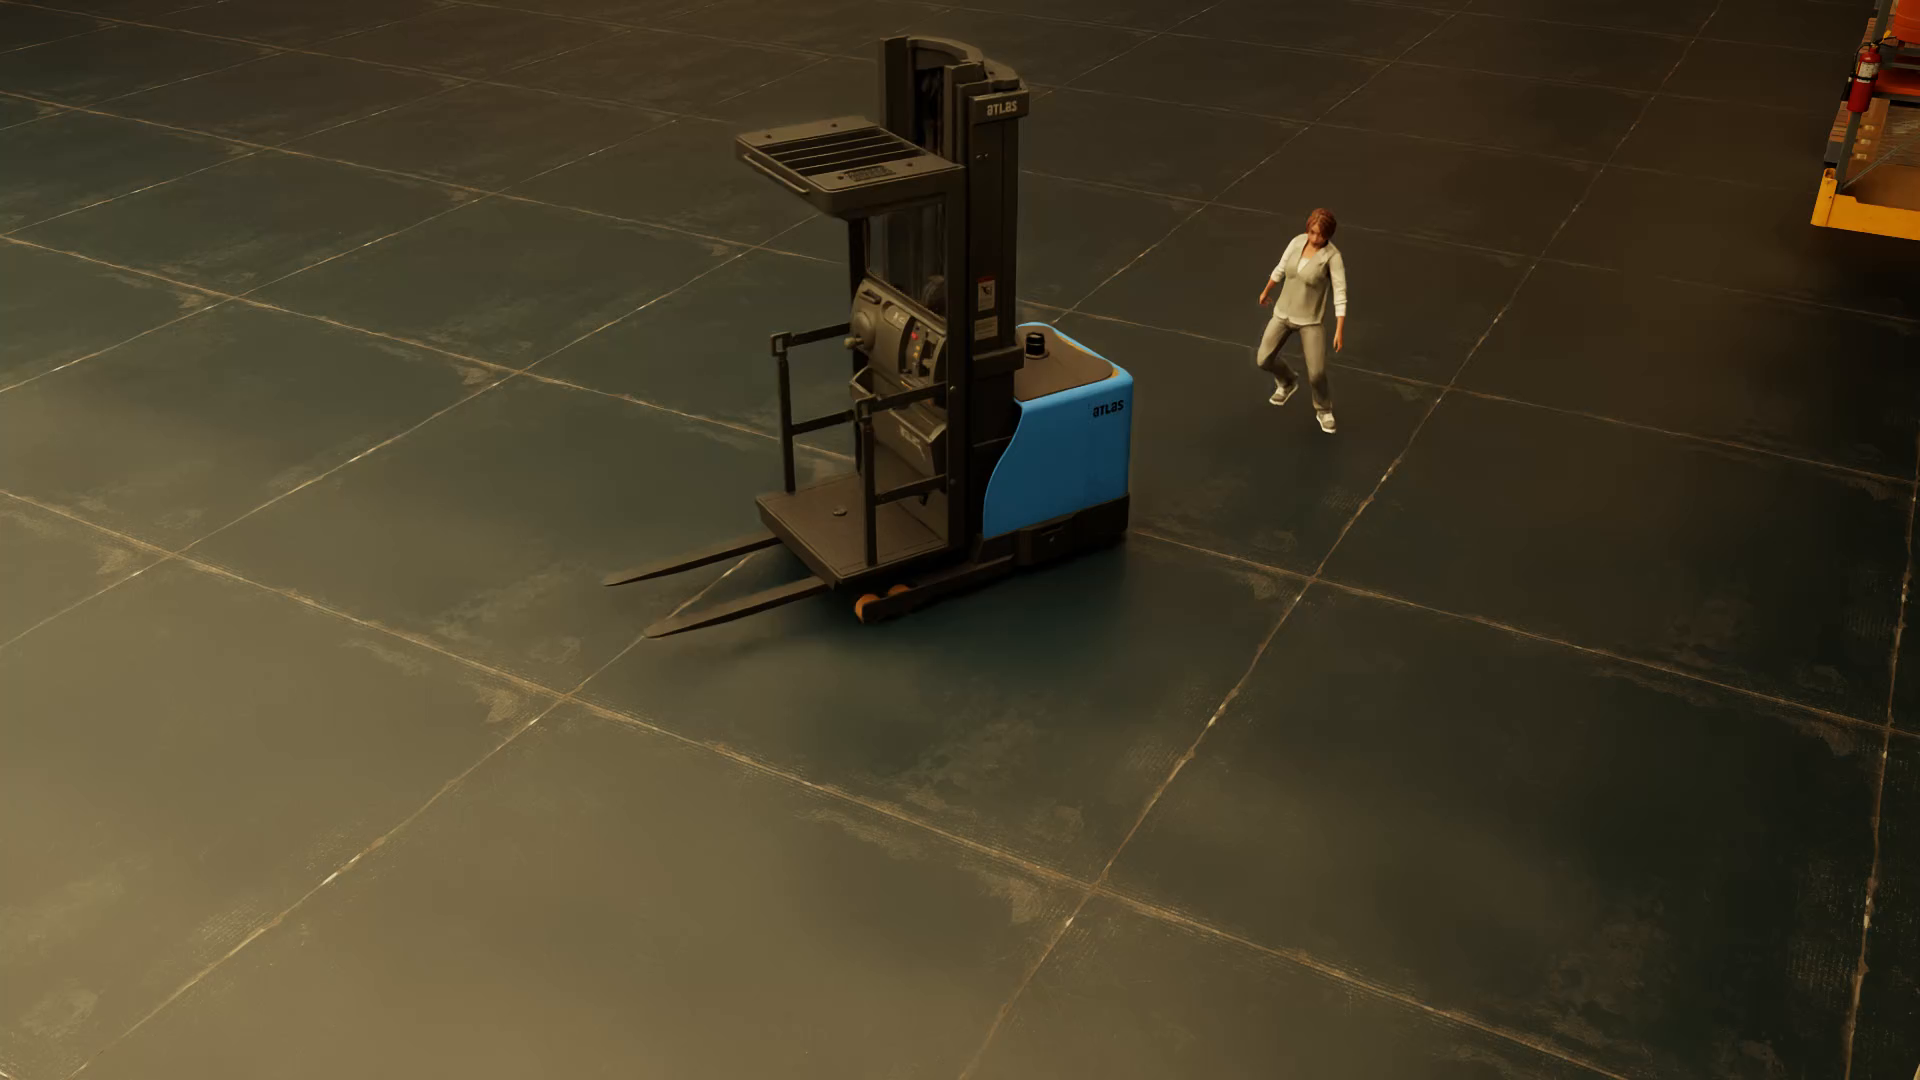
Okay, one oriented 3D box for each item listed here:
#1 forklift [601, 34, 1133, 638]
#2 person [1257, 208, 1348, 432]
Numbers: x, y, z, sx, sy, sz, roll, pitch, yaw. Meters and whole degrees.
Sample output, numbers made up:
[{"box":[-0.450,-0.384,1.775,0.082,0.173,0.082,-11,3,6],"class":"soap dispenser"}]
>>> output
[{"box":[-0.518,-1.105,8.985,3.031,2.935,1.130,-17,34,-27],"class":"forklift"},{"box":[2.290,-1.514,11.117,0.449,1.521,0.744,-25,38,-36],"class":"person"}]
